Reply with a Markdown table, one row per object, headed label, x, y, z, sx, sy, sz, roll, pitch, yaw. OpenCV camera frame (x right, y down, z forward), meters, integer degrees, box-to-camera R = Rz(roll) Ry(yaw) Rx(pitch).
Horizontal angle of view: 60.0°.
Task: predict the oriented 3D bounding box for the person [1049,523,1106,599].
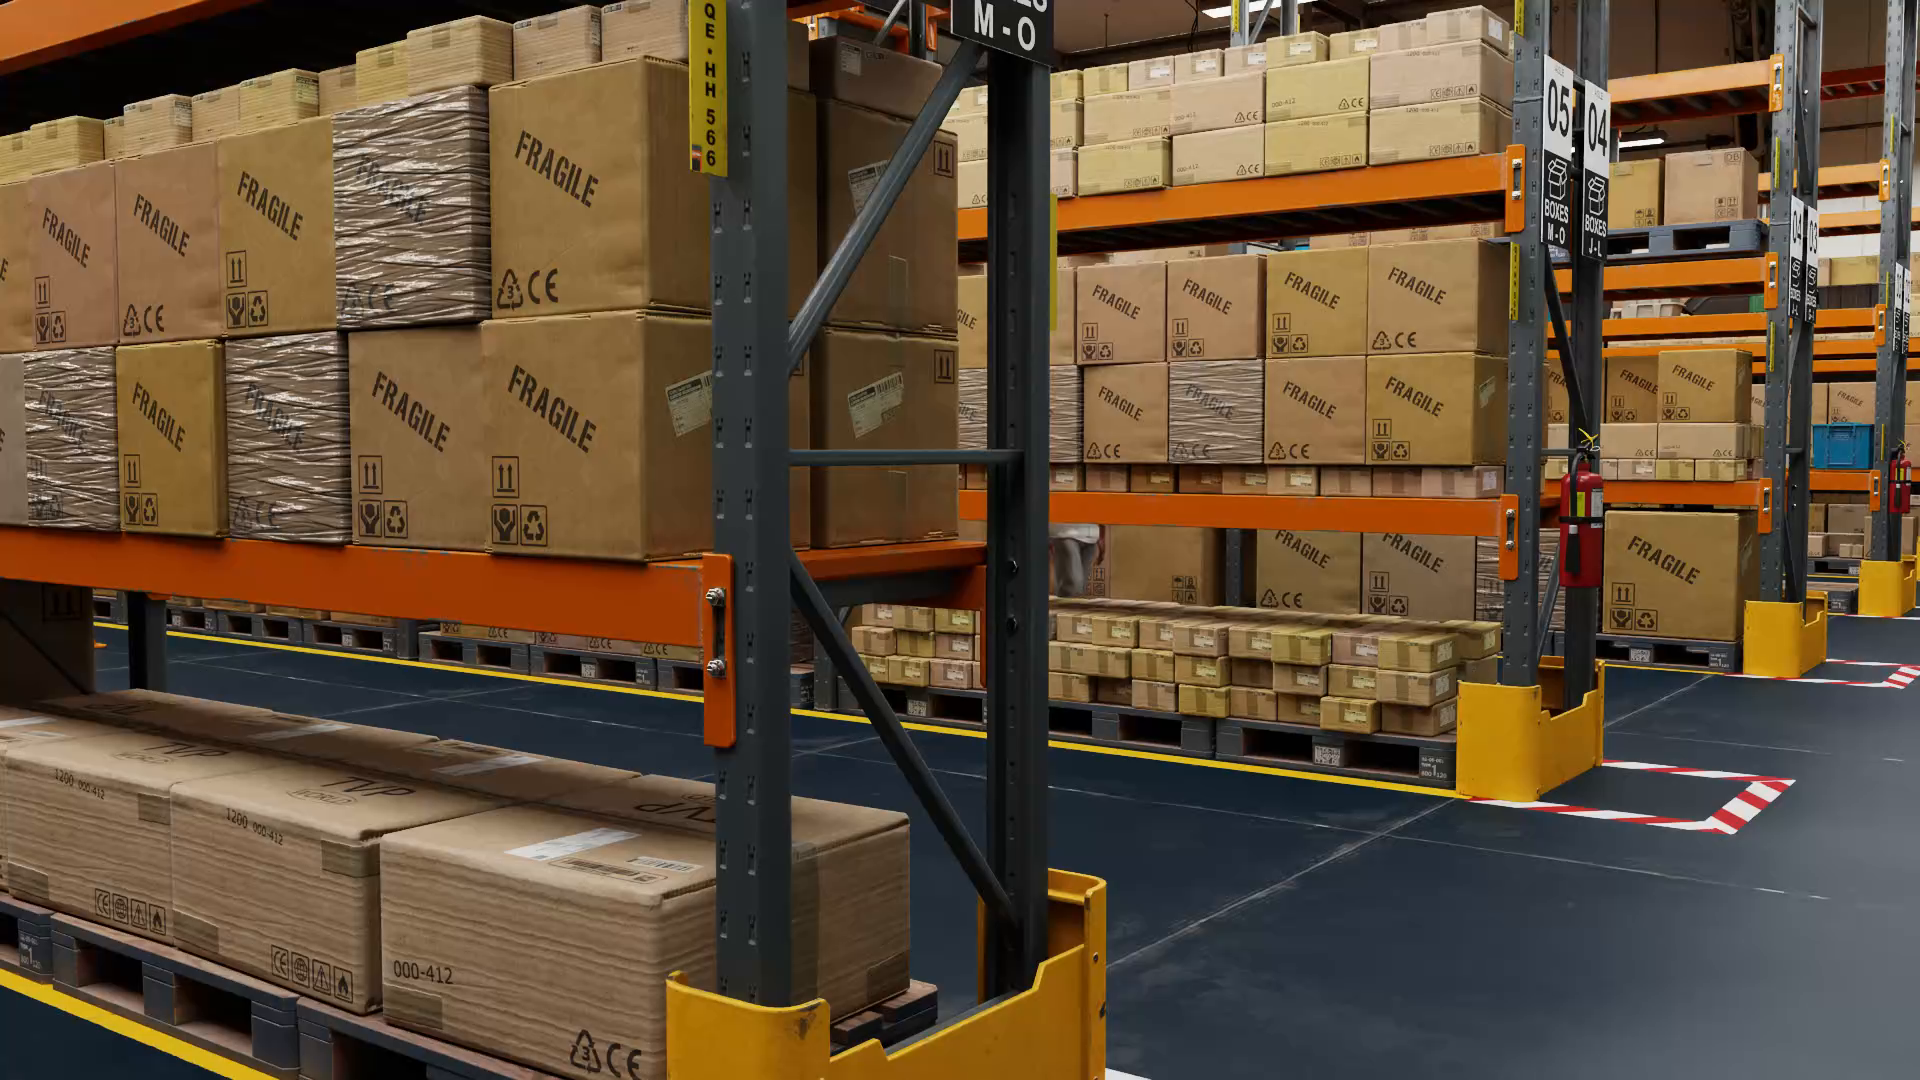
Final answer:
| label | x | y | z | sx | sy | sz | roll | pitch | yaw |
| --- | --- | --- | --- | --- | --- | --- | --- | --- | --- |
| person | 0.746 | 0.024 | 11.496 | 0.568 | 1.813 | 0.655 | 3 | 4 | 44 |
